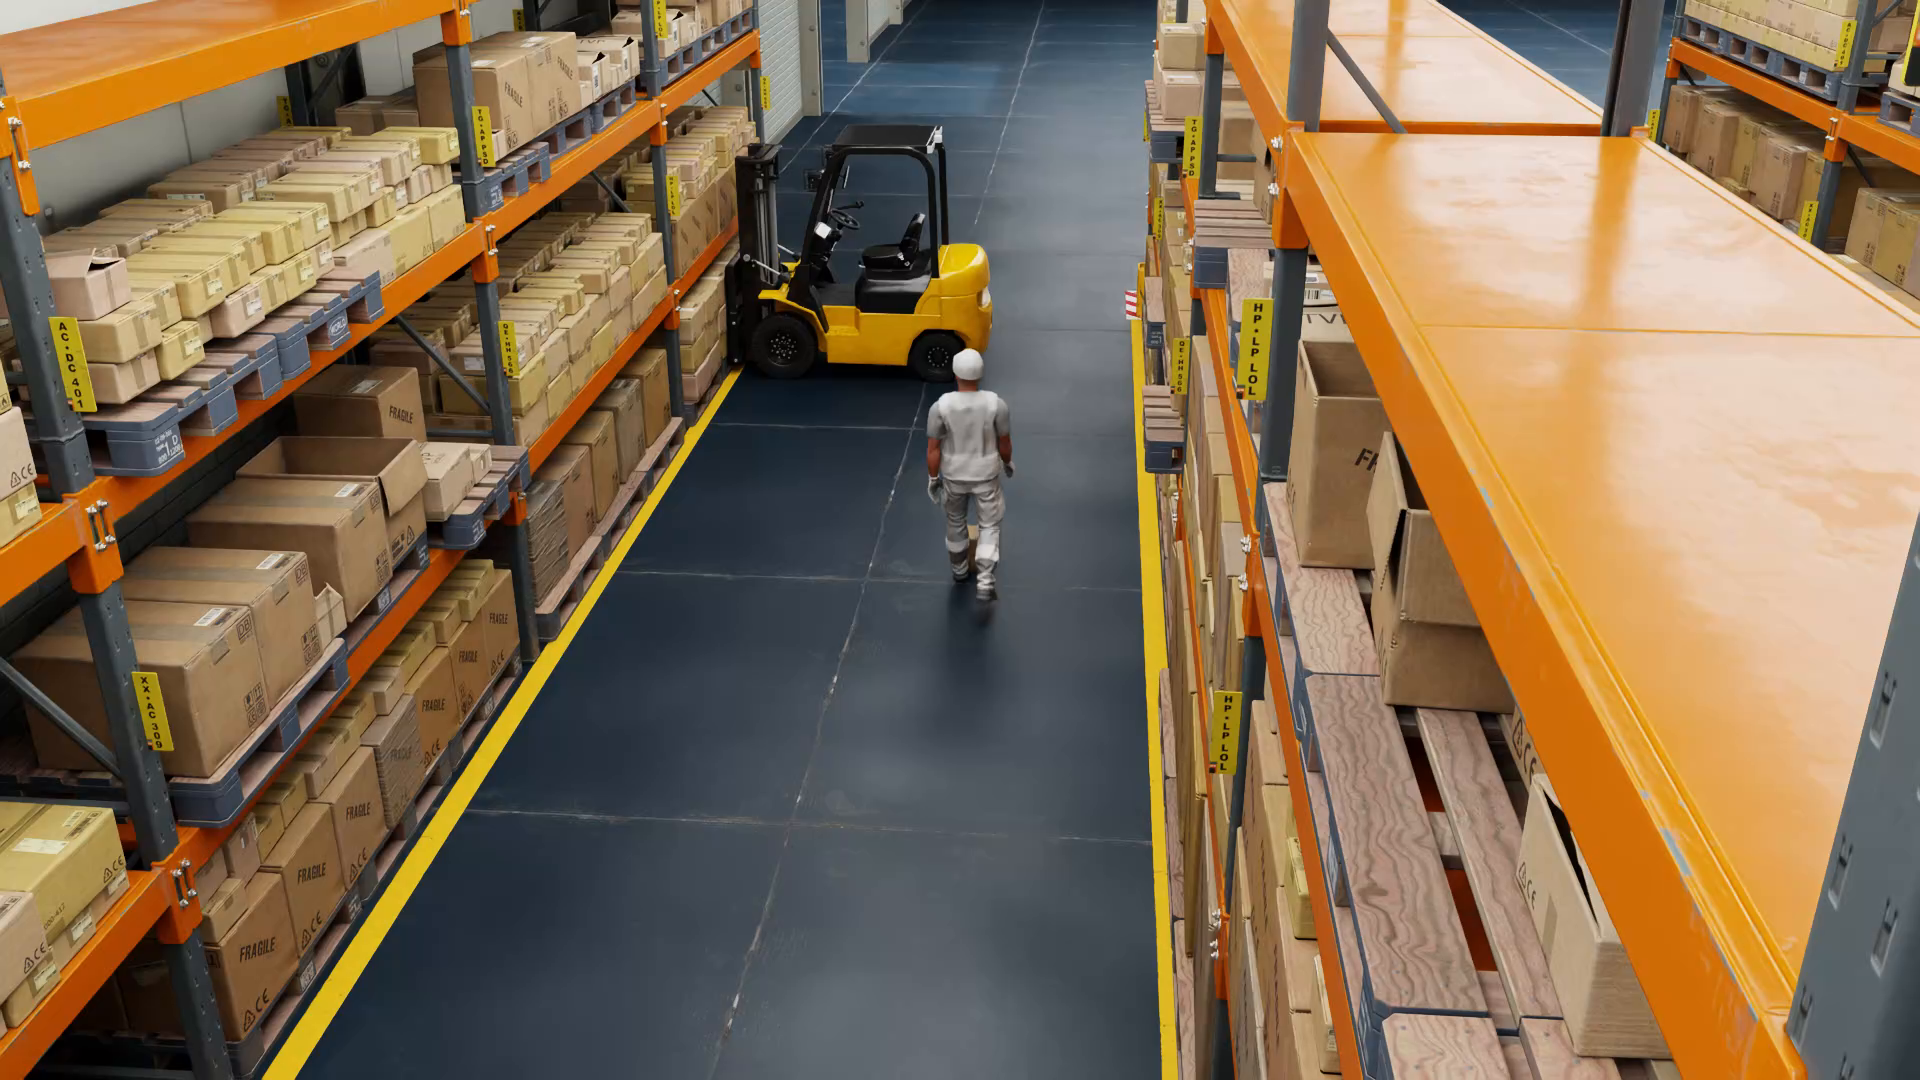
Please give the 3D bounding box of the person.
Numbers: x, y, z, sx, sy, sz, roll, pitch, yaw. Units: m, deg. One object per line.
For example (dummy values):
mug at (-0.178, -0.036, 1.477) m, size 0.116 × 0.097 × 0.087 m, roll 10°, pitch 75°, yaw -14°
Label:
person at (0.076, -0.450, 10.984) m, size 0.556 × 1.761 × 0.912 m, roll 2°, pitch 24°, yaw 5°
